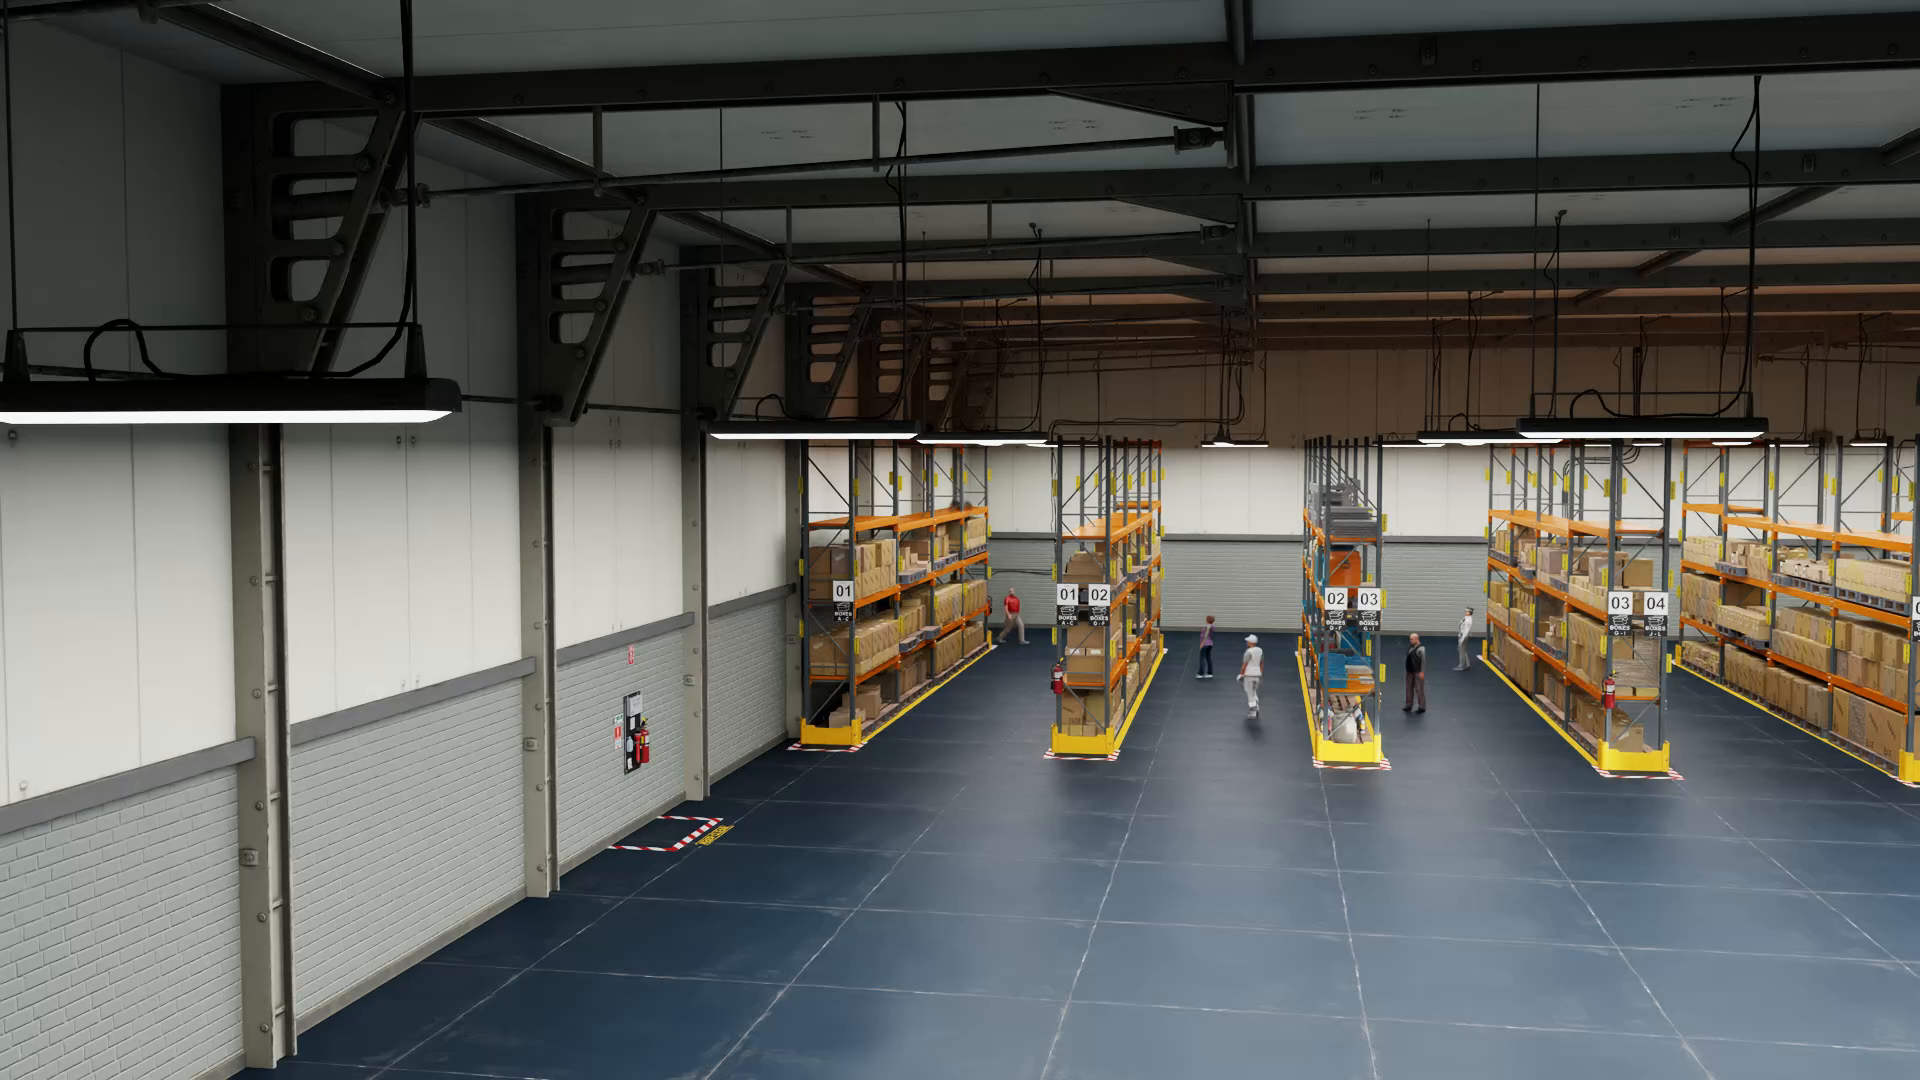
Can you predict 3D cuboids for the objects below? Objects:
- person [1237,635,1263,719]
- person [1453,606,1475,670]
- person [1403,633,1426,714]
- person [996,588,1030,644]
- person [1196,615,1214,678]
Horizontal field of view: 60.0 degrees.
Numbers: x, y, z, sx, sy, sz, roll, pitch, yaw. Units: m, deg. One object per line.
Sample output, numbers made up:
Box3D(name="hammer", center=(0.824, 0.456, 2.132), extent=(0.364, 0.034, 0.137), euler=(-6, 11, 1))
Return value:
Box3D(name="person", center=(6.180, 2.921, 35.377), extent=(0.574, 1.831, 0.468), euler=(-2, 4, -29))
Box3D(name="person", center=(13.051, 2.553, 43.100), extent=(0.520, 1.688, 0.554), euler=(1, 3, 21))
Box3D(name="person", center=(9.922, 2.898, 36.309), extent=(0.412, 1.721, 0.590), euler=(-1, 3, -22))
Box3D(name="person", center=(1.530, 2.251, 48.874), extent=(0.987, 1.650, 0.701), euler=(2, 4, 33))
Box3D(name="person", center=(6.139, 2.671, 41.733), extent=(0.429, 1.592, 0.485), euler=(2, 4, 35))
